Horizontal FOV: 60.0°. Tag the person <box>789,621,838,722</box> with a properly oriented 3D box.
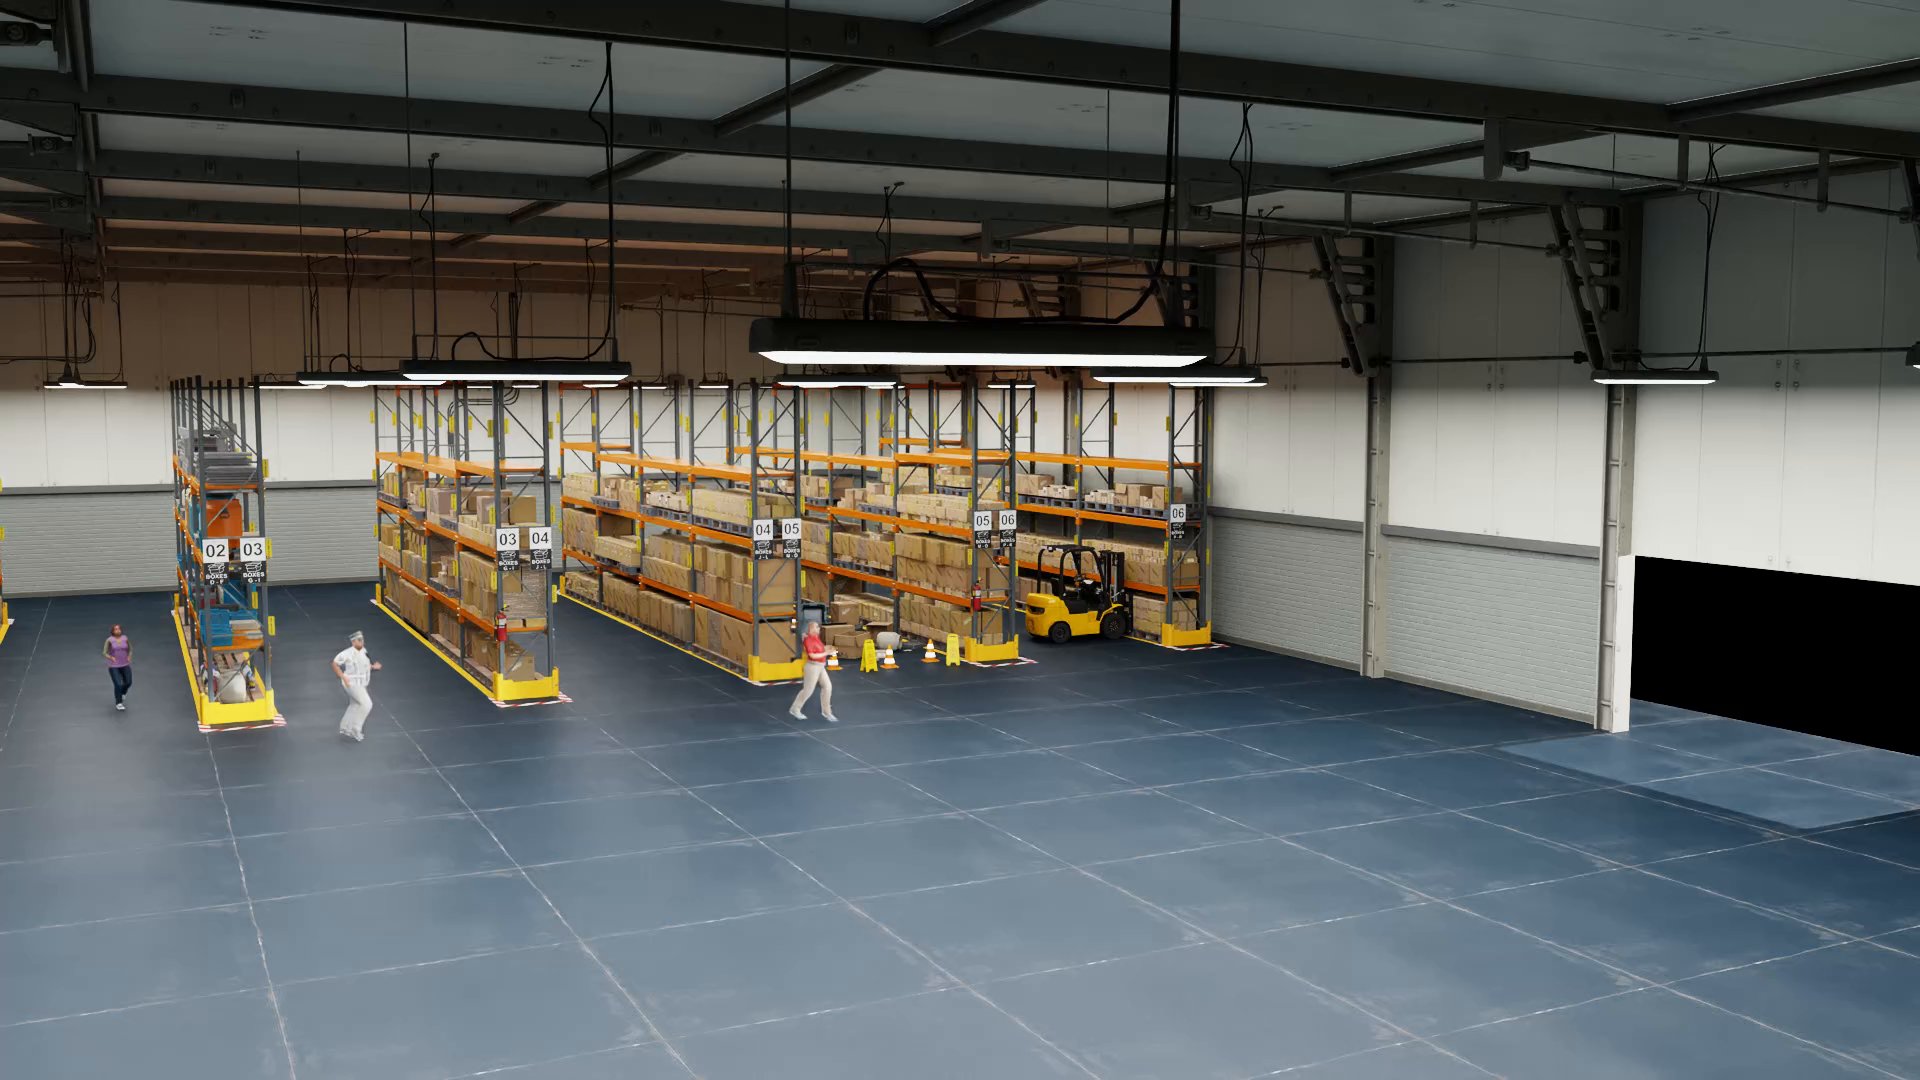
[{"bbox_3d":[-2.553,2.295,28.878,0.824,1.790,0.640,1,5,11],"label":"person"}]

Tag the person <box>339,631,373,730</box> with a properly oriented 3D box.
[{"bbox_3d":[-9.997,2.322,27.516,0.629,1.651,0.457,1,5,8],"label":"person"}]

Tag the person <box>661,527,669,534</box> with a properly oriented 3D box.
[{"bbox_3d":[-8.752,0.448,50.129,0.670,1.709,0.575,-1,5,-10],"label":"person"}]

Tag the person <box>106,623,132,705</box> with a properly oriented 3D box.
[{"bbox_3d":[-15.143,2.246,29.952,0.492,1.481,0.517,-4,7,-41],"label":"person"}]
